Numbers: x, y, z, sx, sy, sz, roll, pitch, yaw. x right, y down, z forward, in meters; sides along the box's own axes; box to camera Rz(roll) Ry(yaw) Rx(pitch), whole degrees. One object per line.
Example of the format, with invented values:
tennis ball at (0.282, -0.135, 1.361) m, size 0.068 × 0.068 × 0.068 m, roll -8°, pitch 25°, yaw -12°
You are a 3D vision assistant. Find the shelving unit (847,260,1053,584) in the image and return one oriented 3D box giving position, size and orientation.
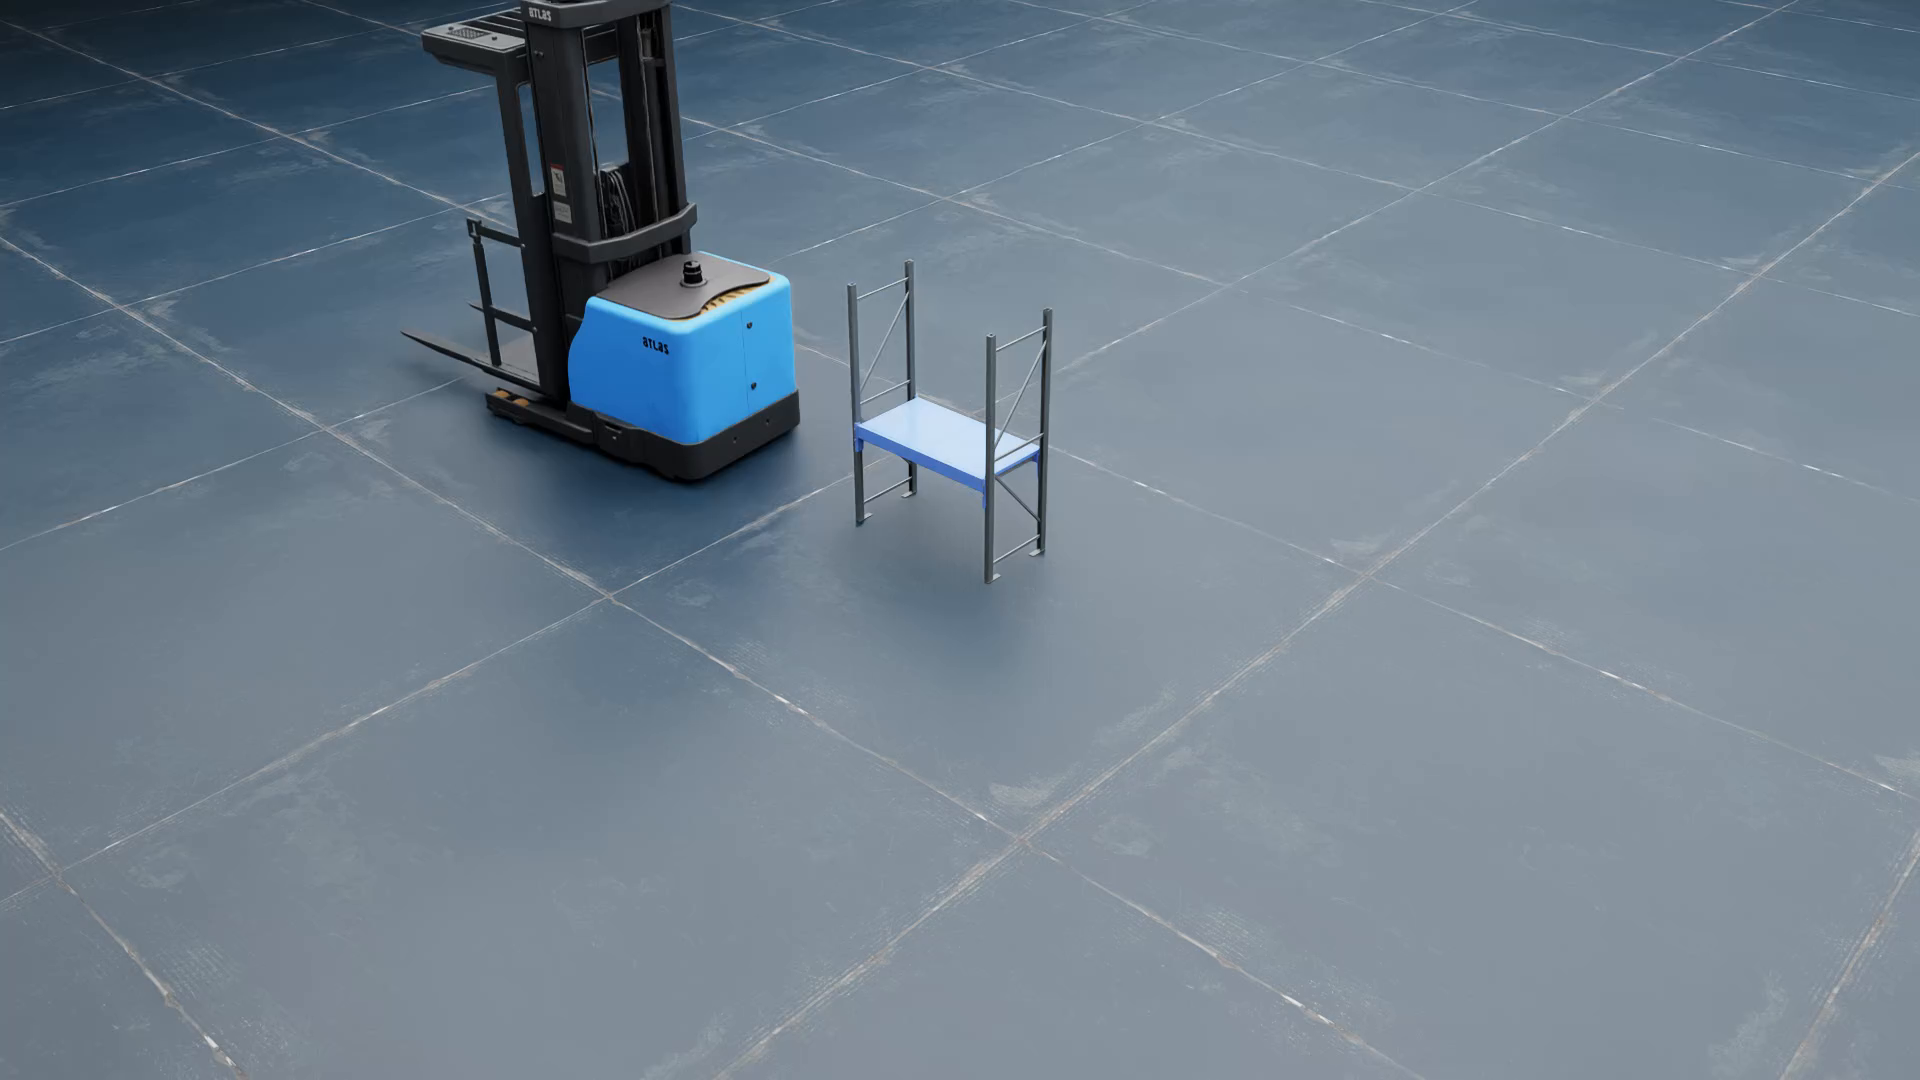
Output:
shelving unit at (-0.063, -0.672, 9.357) m, size 1.048 × 1.500 × 0.538 m, roll 25°, pitch 39°, yaw 35°

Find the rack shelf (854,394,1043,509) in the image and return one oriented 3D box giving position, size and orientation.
rack shelf at (-0.063, -0.518, 9.449) m, size 1.000 × 0.185 × 0.538 m, roll 25°, pitch 39°, yaw 35°

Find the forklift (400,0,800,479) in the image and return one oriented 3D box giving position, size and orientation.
forklift at (-2.531, -2.220, 10.541) m, size 3.031 × 2.935 × 1.130 m, roll 21°, pitch 37°, yaw 30°

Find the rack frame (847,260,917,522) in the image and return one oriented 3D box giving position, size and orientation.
rack frame at (-0.440, -0.848, 9.649) m, size 0.032 × 1.500 × 0.500 m, roll 25°, pitch 39°, yaw 35°

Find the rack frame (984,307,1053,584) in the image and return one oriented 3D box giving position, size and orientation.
rack frame at (0.314, -0.496, 9.064) m, size 0.032 × 1.500 × 0.500 m, roll 25°, pitch 39°, yaw 35°
